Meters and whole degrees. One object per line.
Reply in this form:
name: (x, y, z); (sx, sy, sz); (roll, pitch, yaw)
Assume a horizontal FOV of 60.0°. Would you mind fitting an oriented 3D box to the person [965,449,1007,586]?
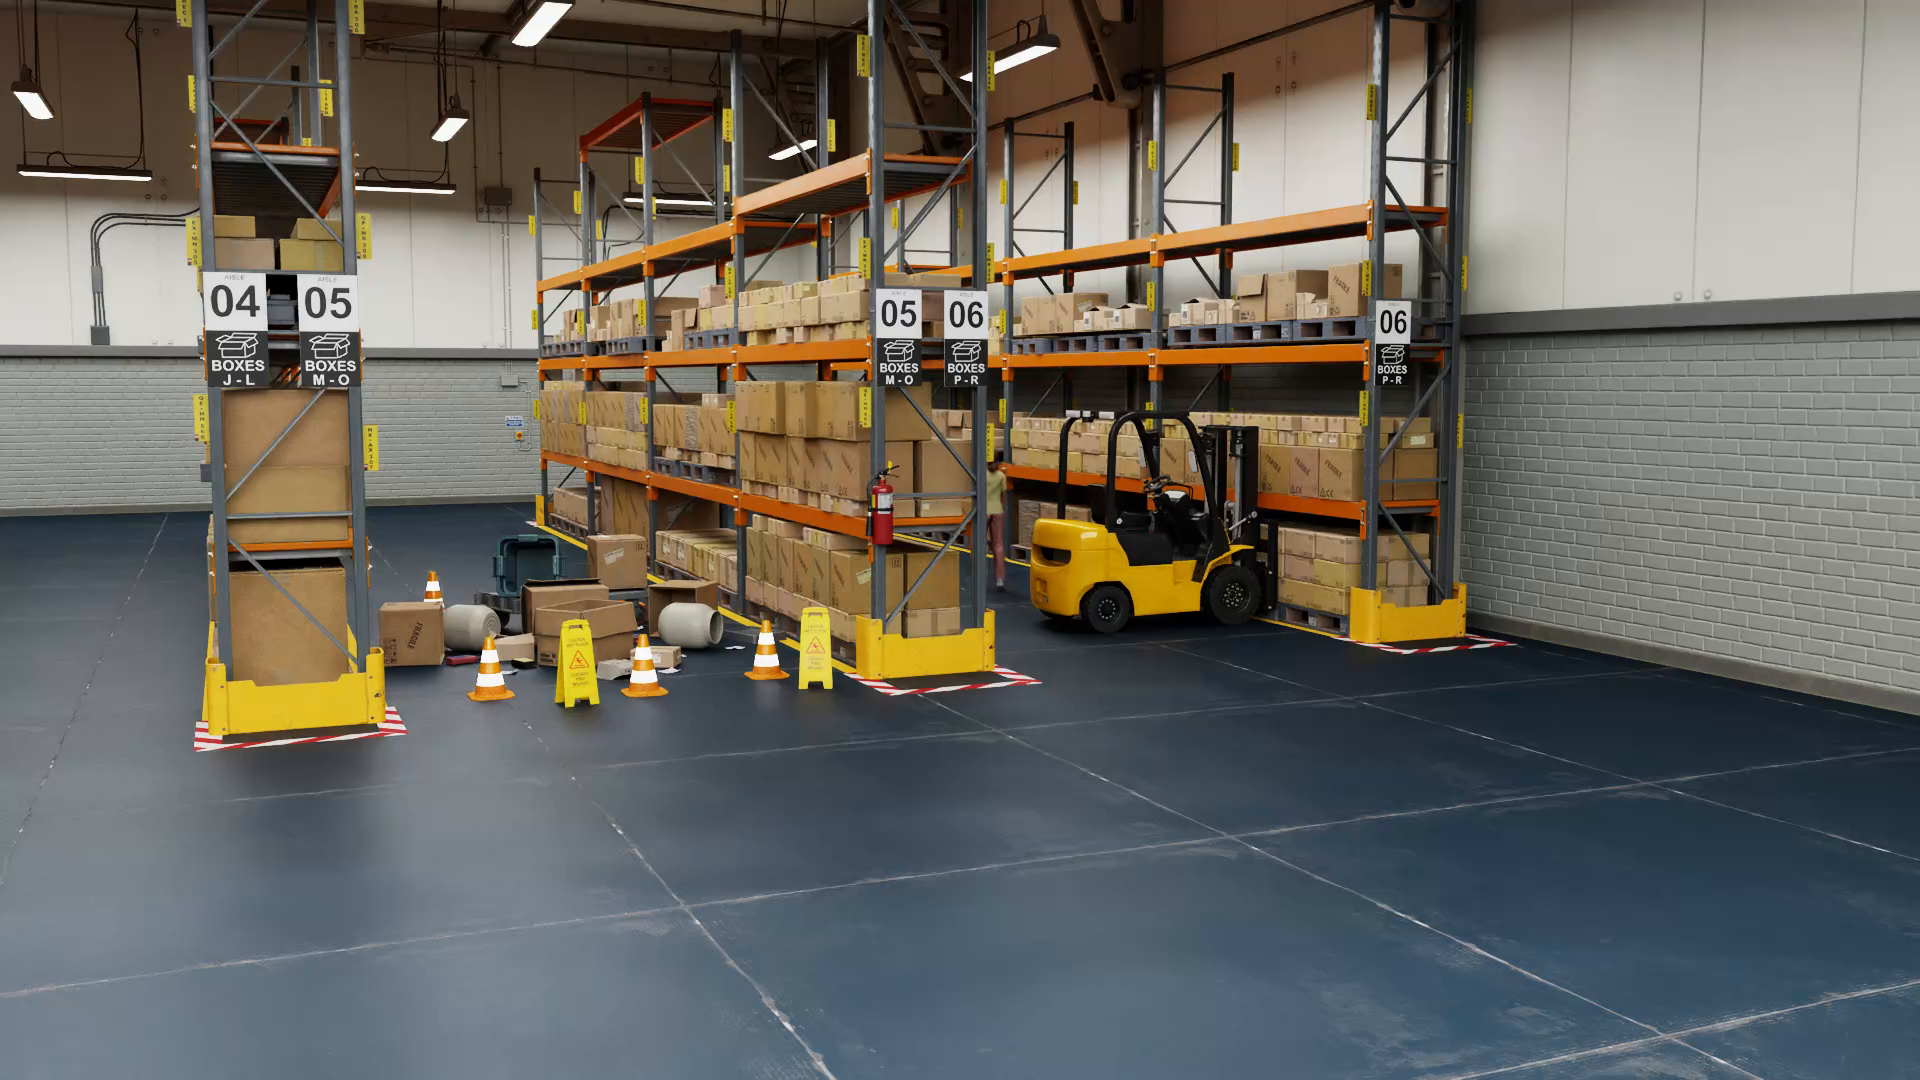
person: (0.328, -0.280, 19.770); (0.443, 1.635, 0.943); (-1, 6, -14)
